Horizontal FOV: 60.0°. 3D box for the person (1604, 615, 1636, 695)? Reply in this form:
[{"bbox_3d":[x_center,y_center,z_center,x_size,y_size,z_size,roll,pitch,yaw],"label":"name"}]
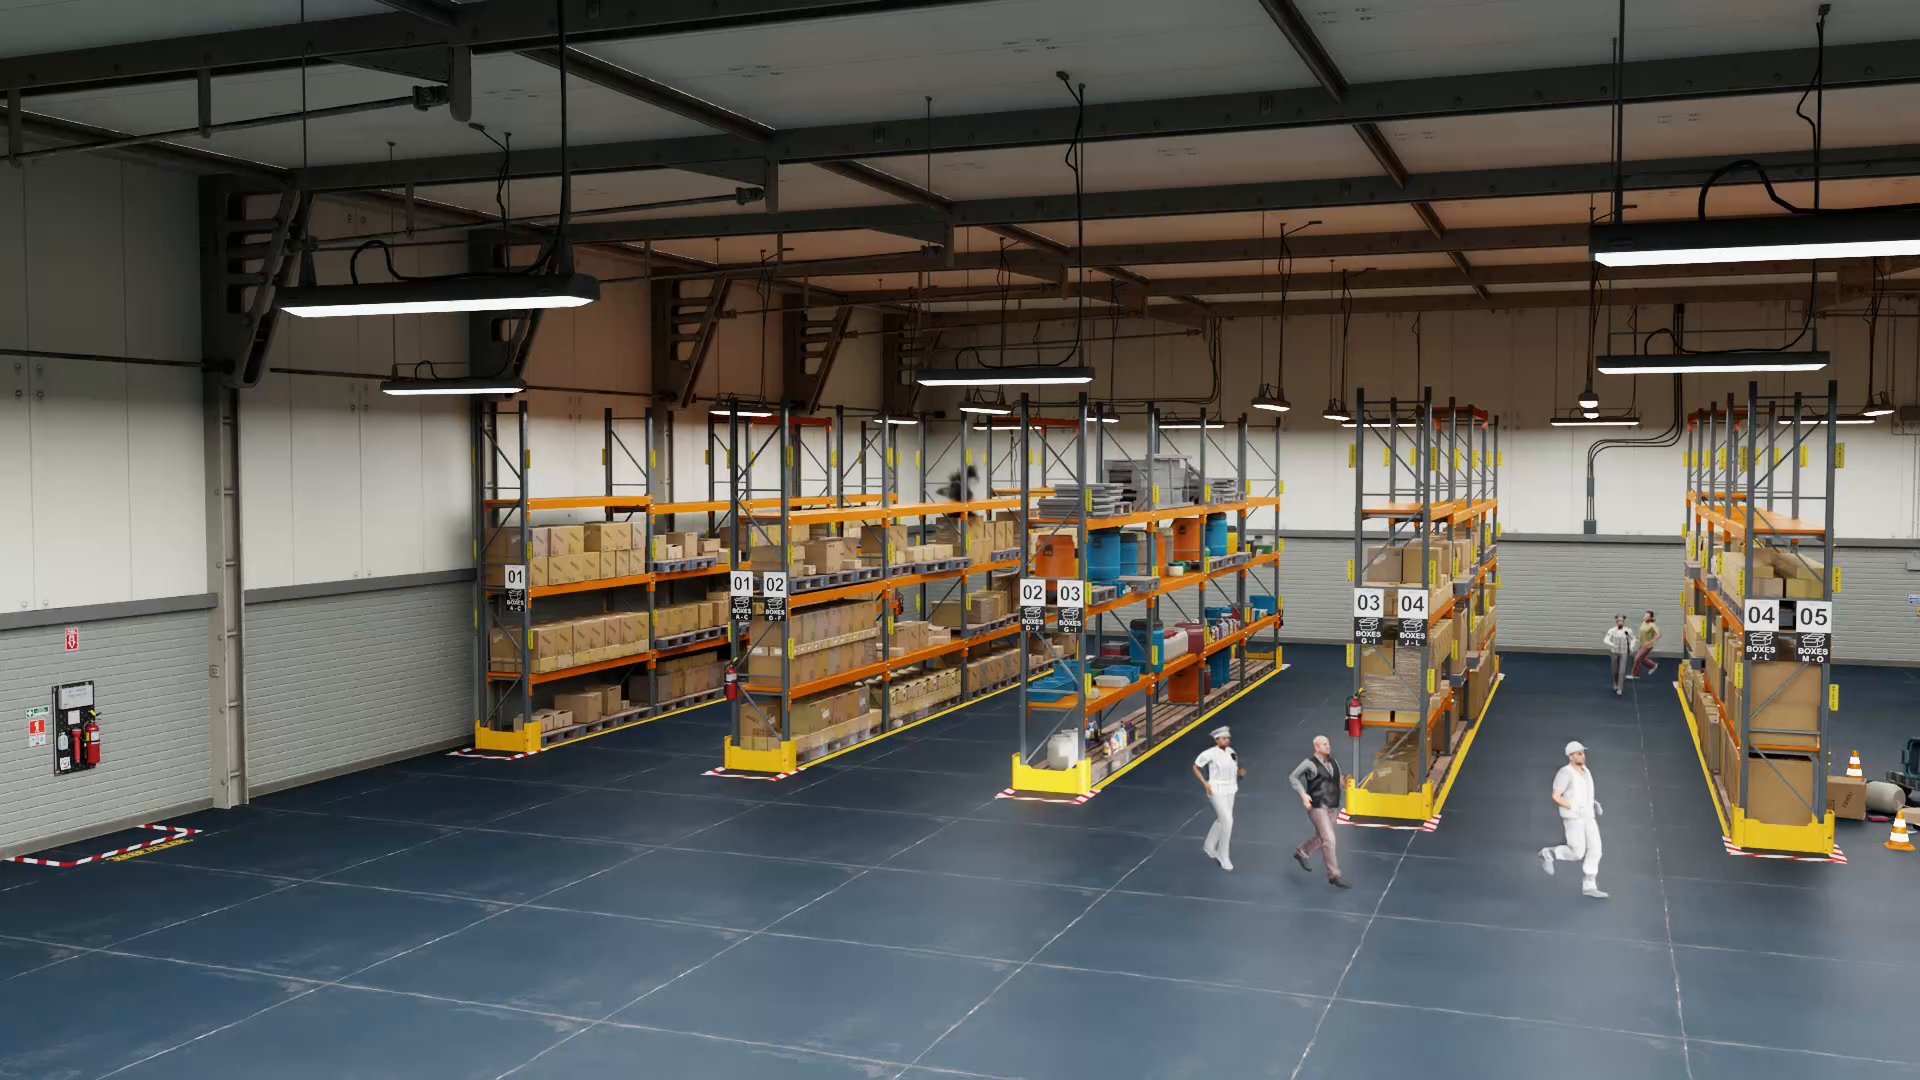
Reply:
[{"bbox_3d":[14.077,2.424,35.474,0.634,1.685,0.810,1,3,25],"label":"person"}]

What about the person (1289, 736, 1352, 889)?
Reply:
[{"bbox_3d":[4.267,3.161,19.589,0.655,1.710,0.966,-2,4,-38],"label":"person"}]

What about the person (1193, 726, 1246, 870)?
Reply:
[{"bbox_3d":[3.224,3.155,20.481,0.554,1.751,0.718,-2,3,-36],"label":"person"}]

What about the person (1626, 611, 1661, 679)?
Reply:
[{"bbox_3d":[15.595,2.378,37.632,0.741,1.581,0.659,-1,3,-14],"label":"person"}]

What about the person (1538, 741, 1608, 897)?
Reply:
[{"bbox_3d":[7.122,3.201,19.189,0.669,1.755,0.866,-2,3,-33],"label":"person"}]
